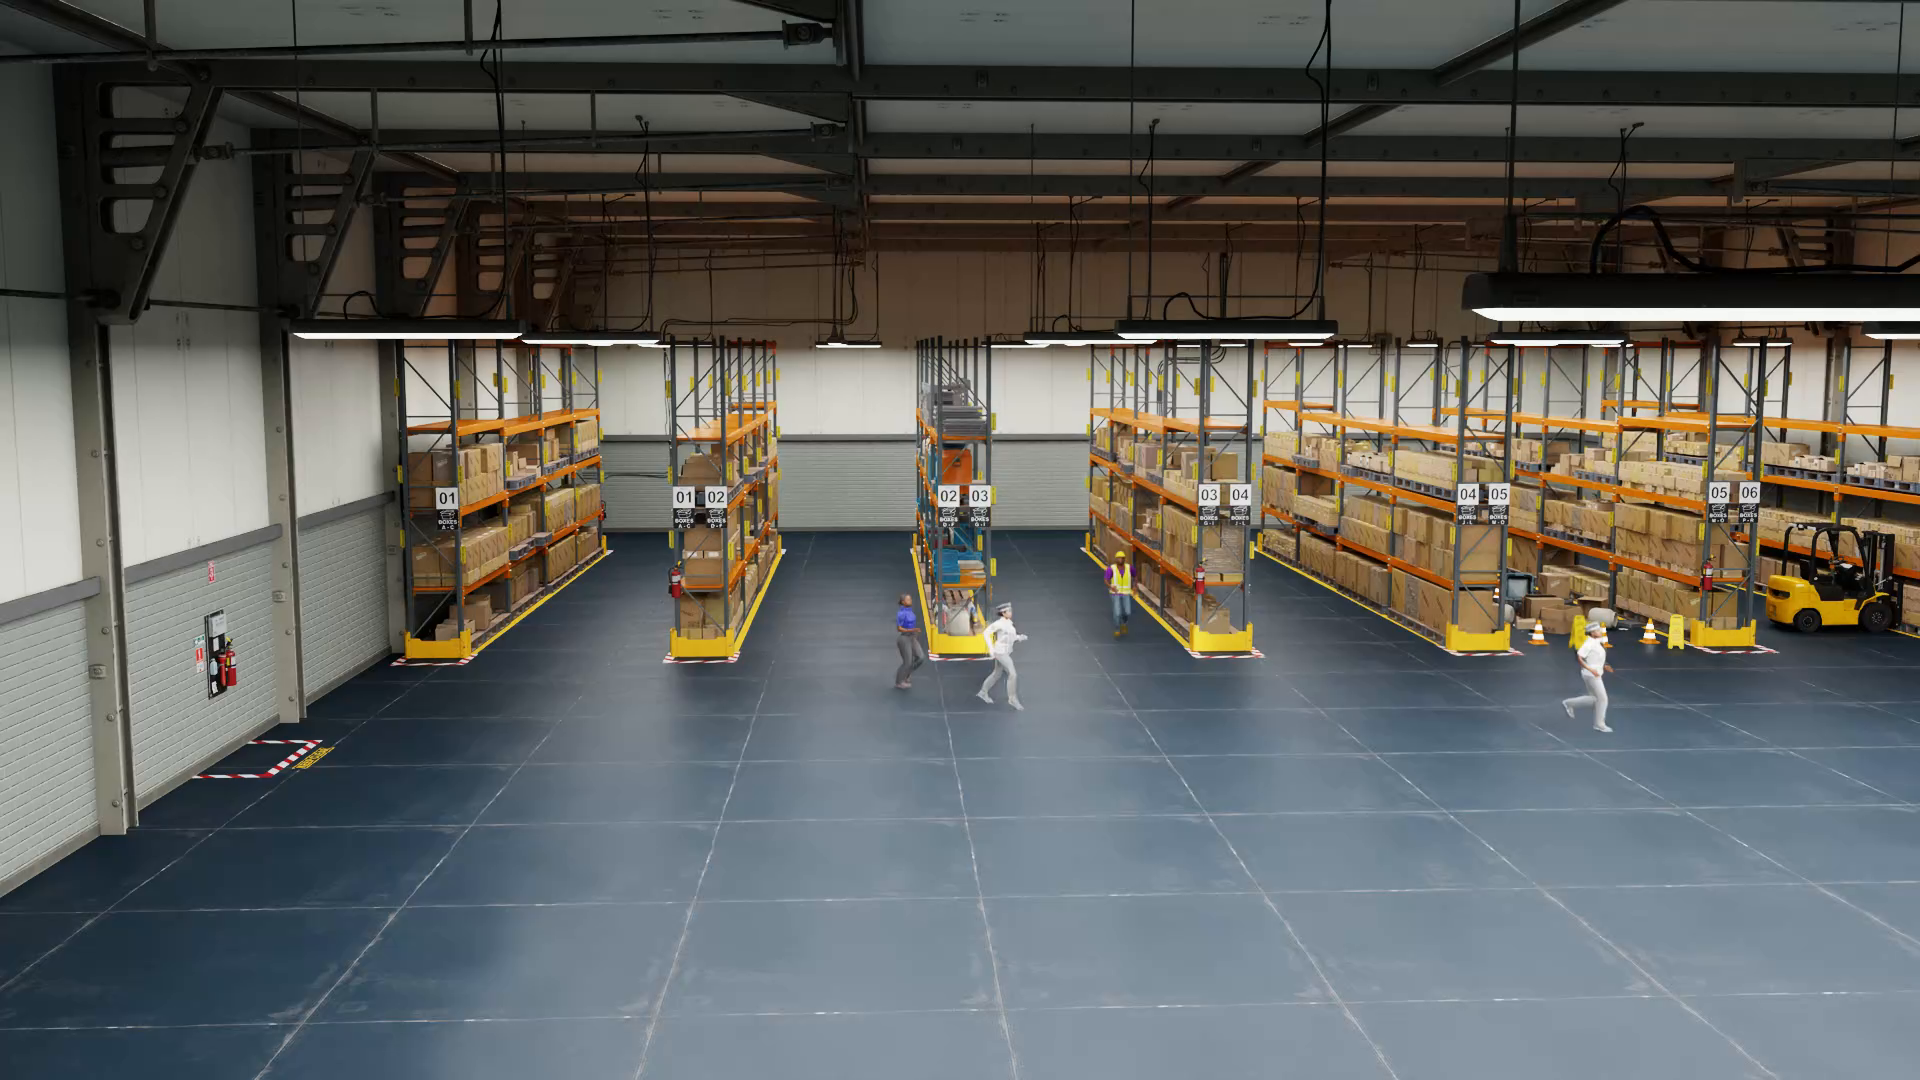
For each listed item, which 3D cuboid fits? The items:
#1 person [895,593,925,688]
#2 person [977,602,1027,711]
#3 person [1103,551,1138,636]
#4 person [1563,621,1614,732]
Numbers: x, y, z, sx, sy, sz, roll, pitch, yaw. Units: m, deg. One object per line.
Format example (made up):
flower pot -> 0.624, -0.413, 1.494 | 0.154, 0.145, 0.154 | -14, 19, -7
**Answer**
person -> -0.837, 1.752, 28.205 | 0.572, 1.537, 0.563 | 3, 7, 25
person -> 0.672, 1.852, 26.668 | 0.842, 1.739, 0.580 | 2, 7, 18
person -> 3.233, 1.081, 33.282 | 0.719, 1.720, 0.582 | -1, 7, -7
person -> 9.533, 2.051, 25.205 | 0.760, 1.686, 0.577 | 4, 7, 30
